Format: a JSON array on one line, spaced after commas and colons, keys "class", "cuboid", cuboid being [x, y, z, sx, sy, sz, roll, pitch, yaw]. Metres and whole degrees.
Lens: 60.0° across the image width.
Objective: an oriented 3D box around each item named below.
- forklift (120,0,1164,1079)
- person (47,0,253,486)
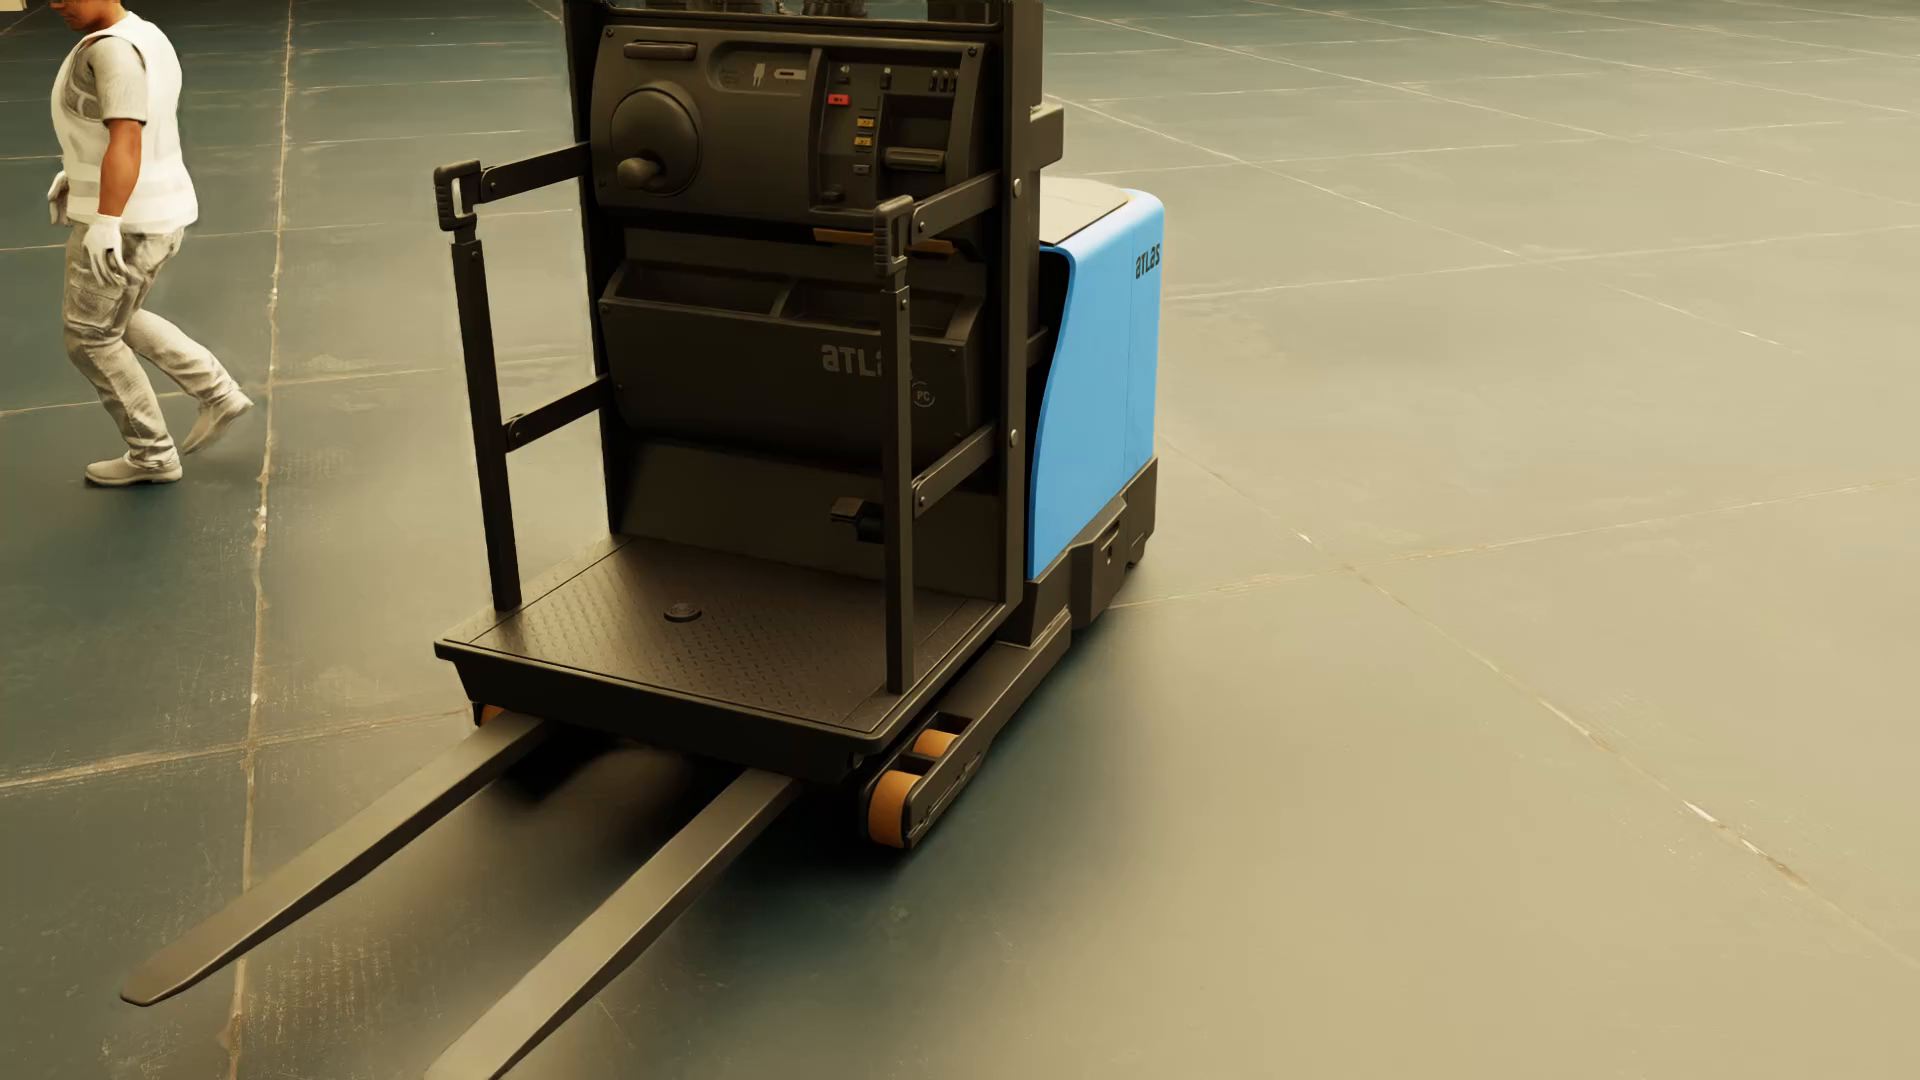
[{"class": "forklift", "cuboid": [-0.471, -0.884, 3.401, 1.130, 2.935, 3.031, 10, 25, 22]}, {"class": "person", "cuboid": [-2.673, -1.007, 5.233, 0.530, 1.738, 0.775, -1, 23, -3]}]
